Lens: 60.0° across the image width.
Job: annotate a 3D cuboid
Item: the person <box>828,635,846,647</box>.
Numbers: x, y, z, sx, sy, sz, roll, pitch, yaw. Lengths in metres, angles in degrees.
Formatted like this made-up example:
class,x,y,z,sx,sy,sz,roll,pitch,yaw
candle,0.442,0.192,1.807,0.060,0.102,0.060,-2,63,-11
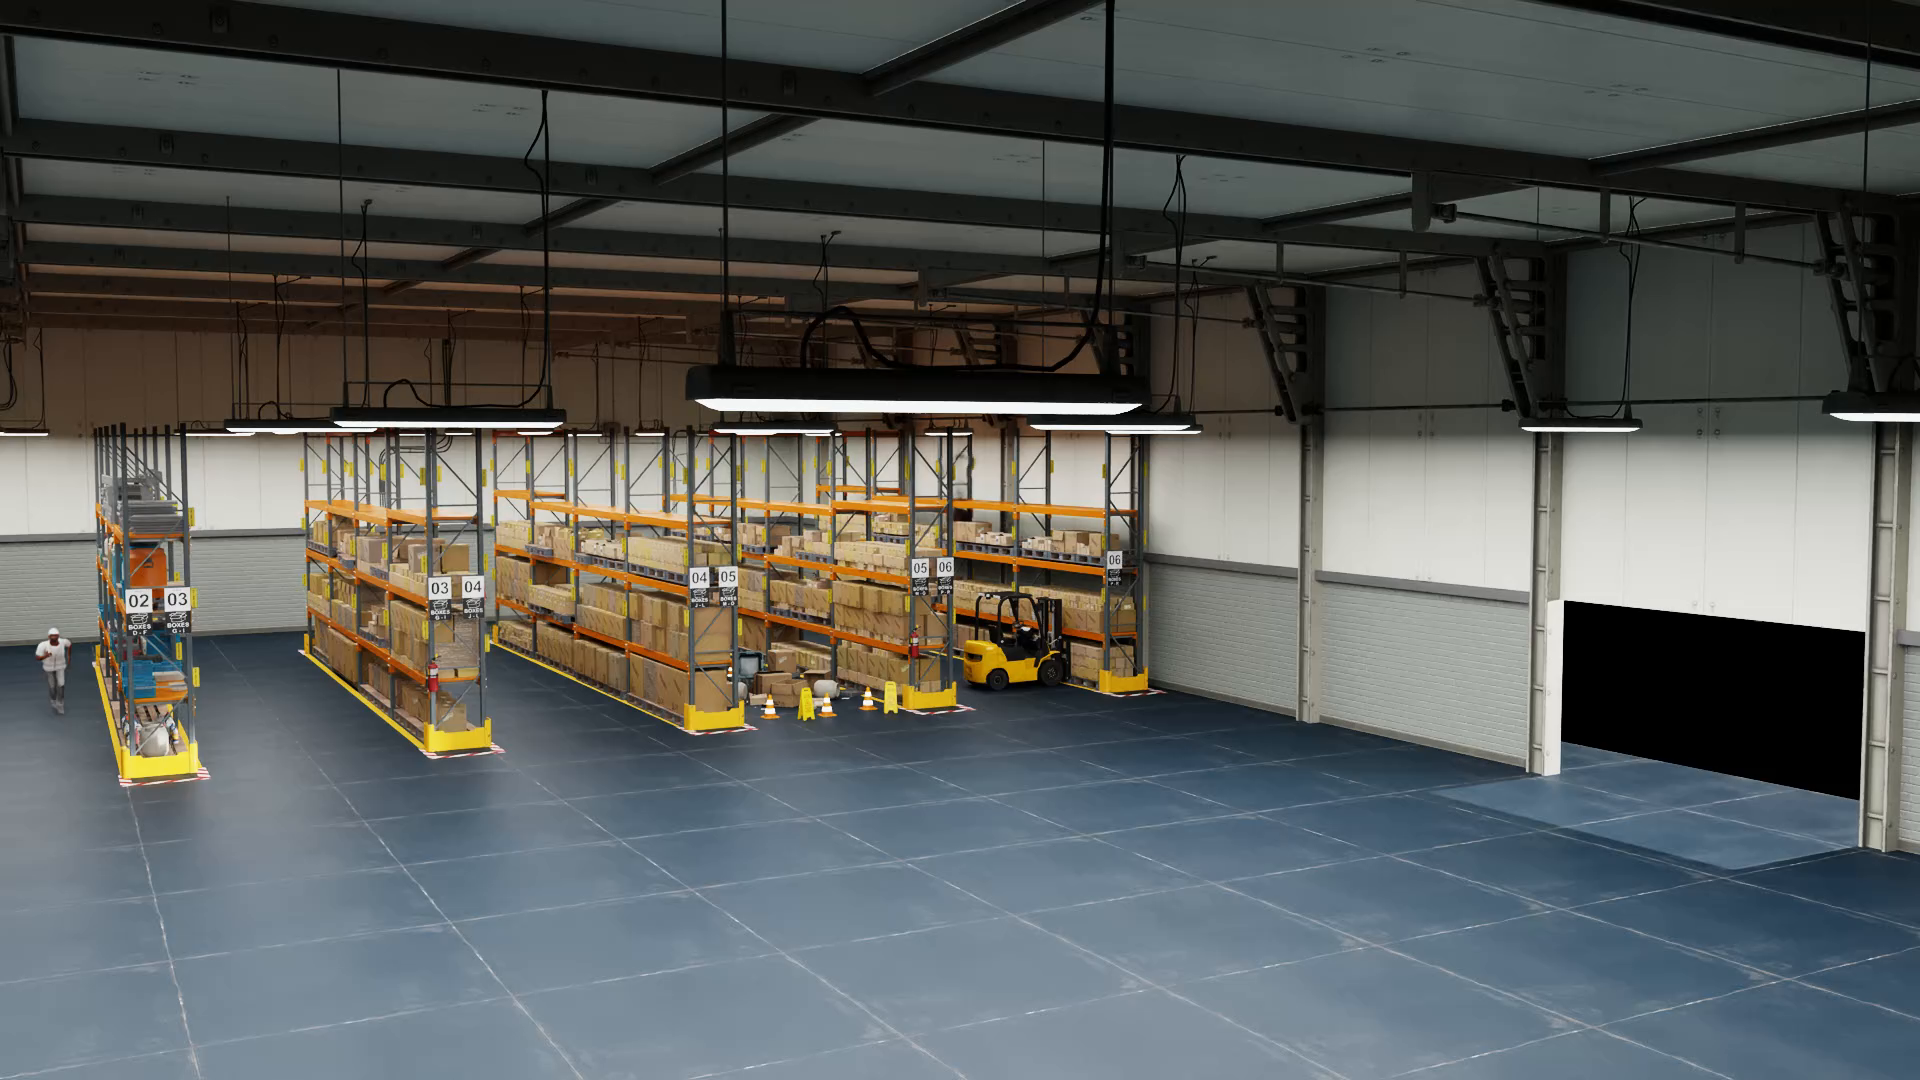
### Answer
class,x,y,z,sx,sy,sz,roll,pitch,yaw
person,-3.272,2.224,44.337,0.614,1.715,0.802,-2,4,-30

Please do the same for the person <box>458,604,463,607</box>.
class,x,y,z,sx,sy,sz,roll,pitch,yaw
person,-13.975,2.049,46.968,0.728,1.779,0.637,1,4,23

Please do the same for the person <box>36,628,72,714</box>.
class,x,y,z,sx,sy,sz,roll,pitch,yaw
person,-18.995,2.749,34.883,0.673,1.827,0.866,-2,4,-30
